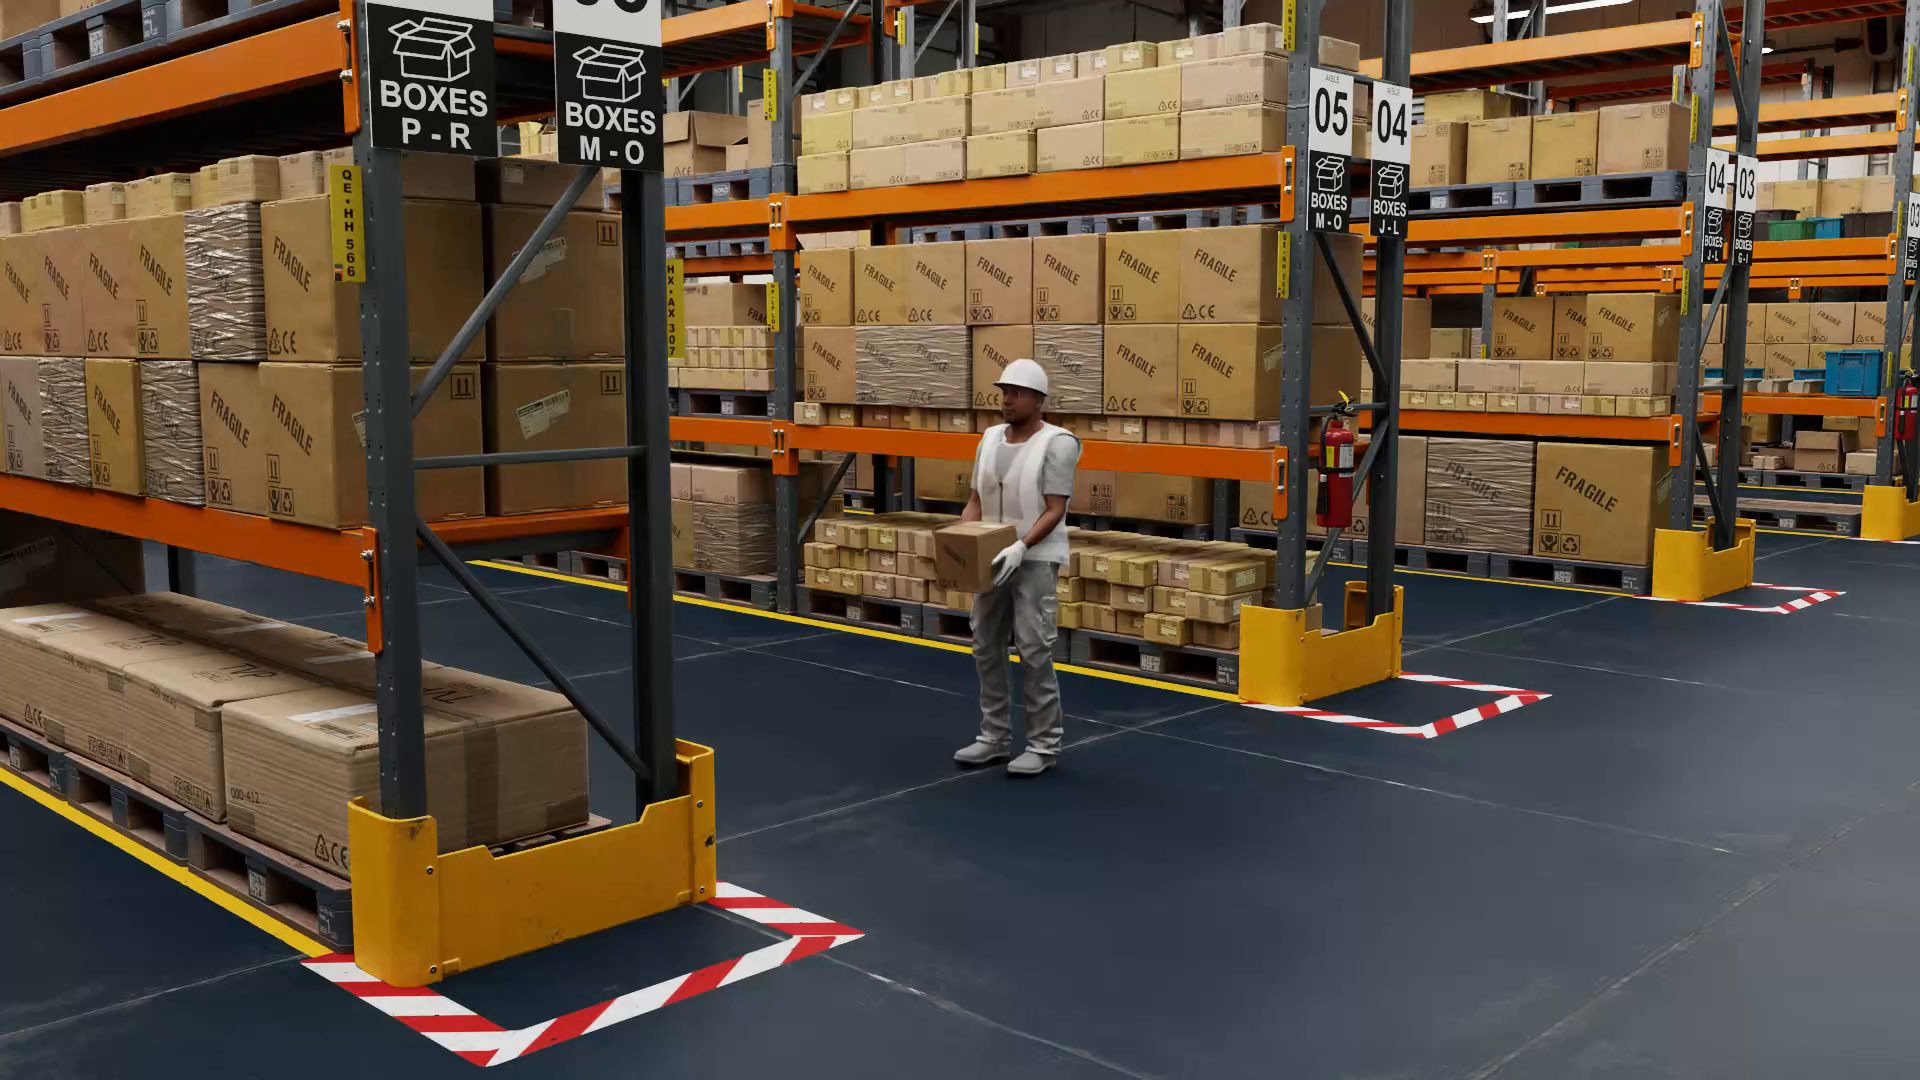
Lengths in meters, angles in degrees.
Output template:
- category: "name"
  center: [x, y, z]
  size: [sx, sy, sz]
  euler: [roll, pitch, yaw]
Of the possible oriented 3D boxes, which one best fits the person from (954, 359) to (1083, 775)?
- category: "person"
  center: [0.209, 0.116, 7.199]
  size: [0.537, 1.789, 0.531]
  euler: [6, 9, 43]
